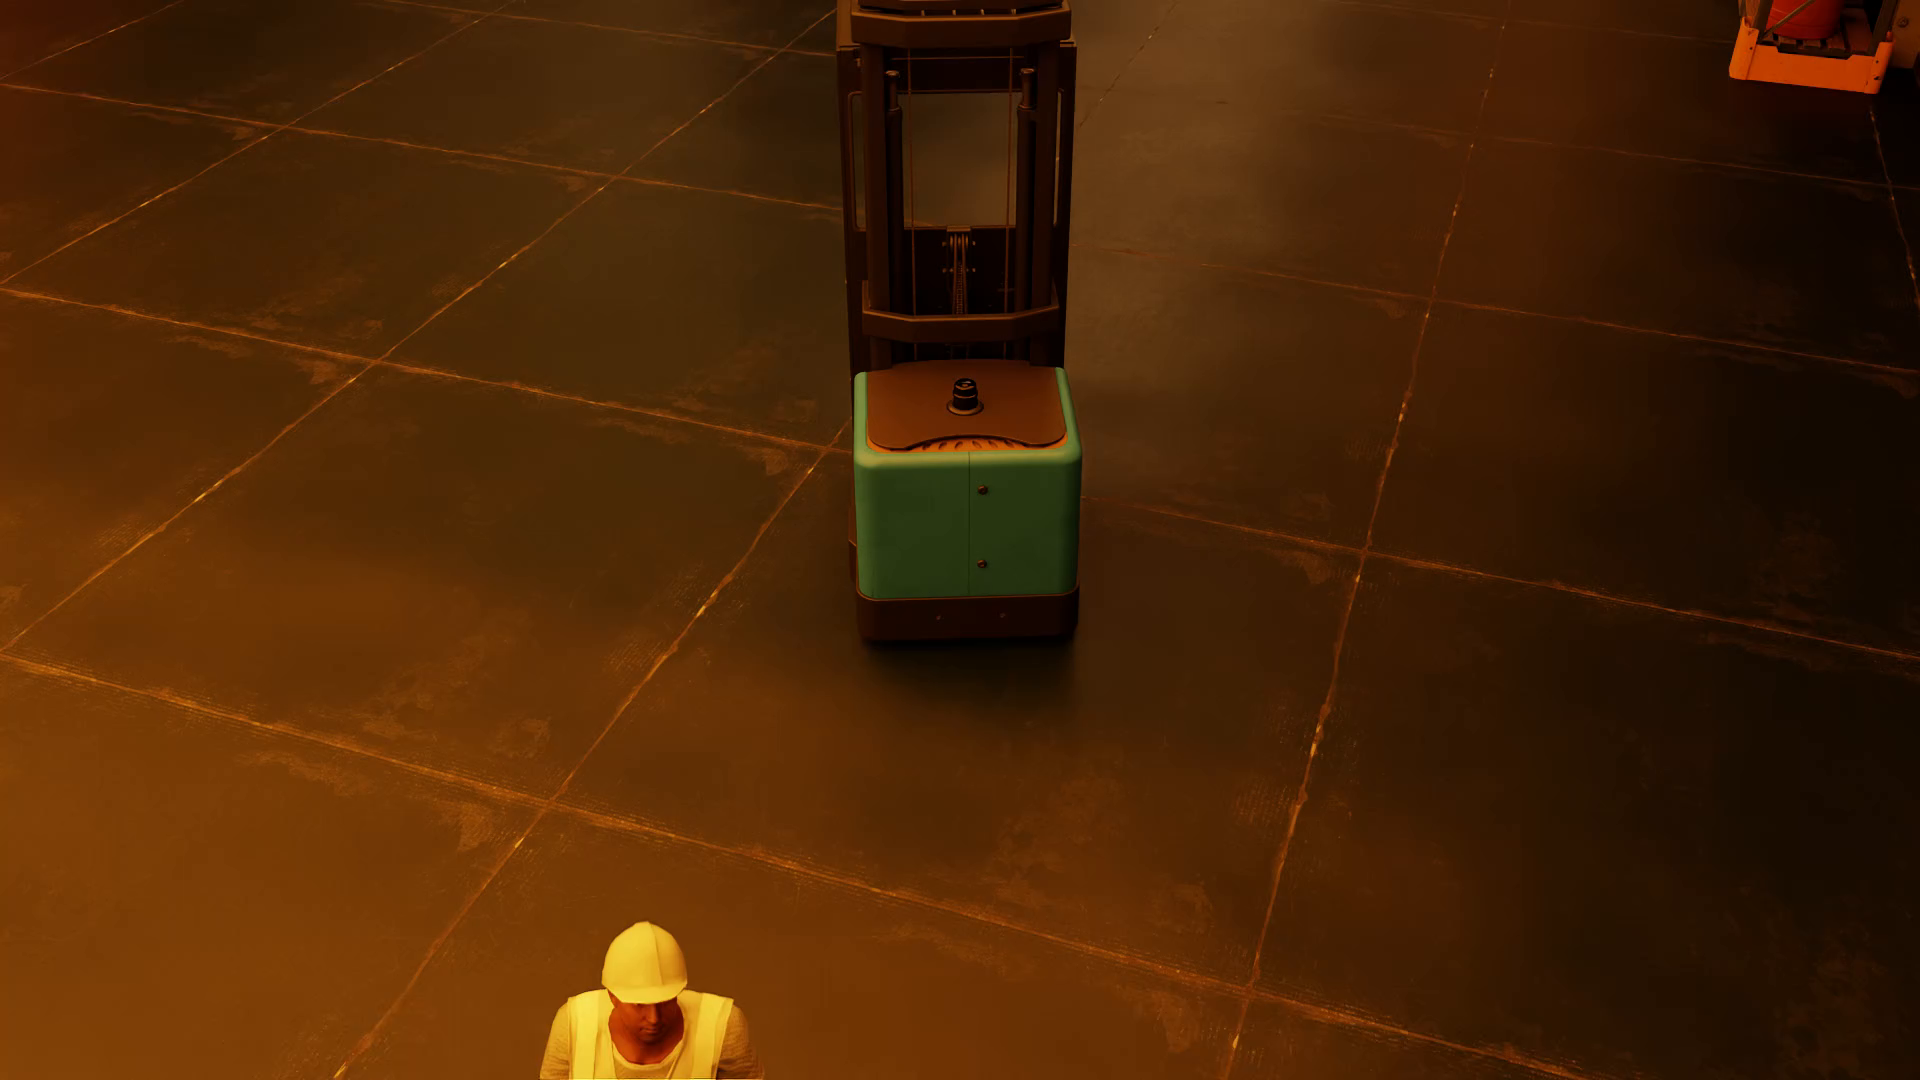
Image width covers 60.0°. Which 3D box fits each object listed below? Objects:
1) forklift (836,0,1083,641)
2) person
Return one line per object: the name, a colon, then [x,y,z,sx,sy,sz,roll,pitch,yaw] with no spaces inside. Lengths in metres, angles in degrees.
forklift: [-0.029,-1.547,8.293,1.130,2.935,3.031,-2,35,-2]
person: [-0.828,1.809,4.541,0.656,1.778,0.590,-3,35,-5]
